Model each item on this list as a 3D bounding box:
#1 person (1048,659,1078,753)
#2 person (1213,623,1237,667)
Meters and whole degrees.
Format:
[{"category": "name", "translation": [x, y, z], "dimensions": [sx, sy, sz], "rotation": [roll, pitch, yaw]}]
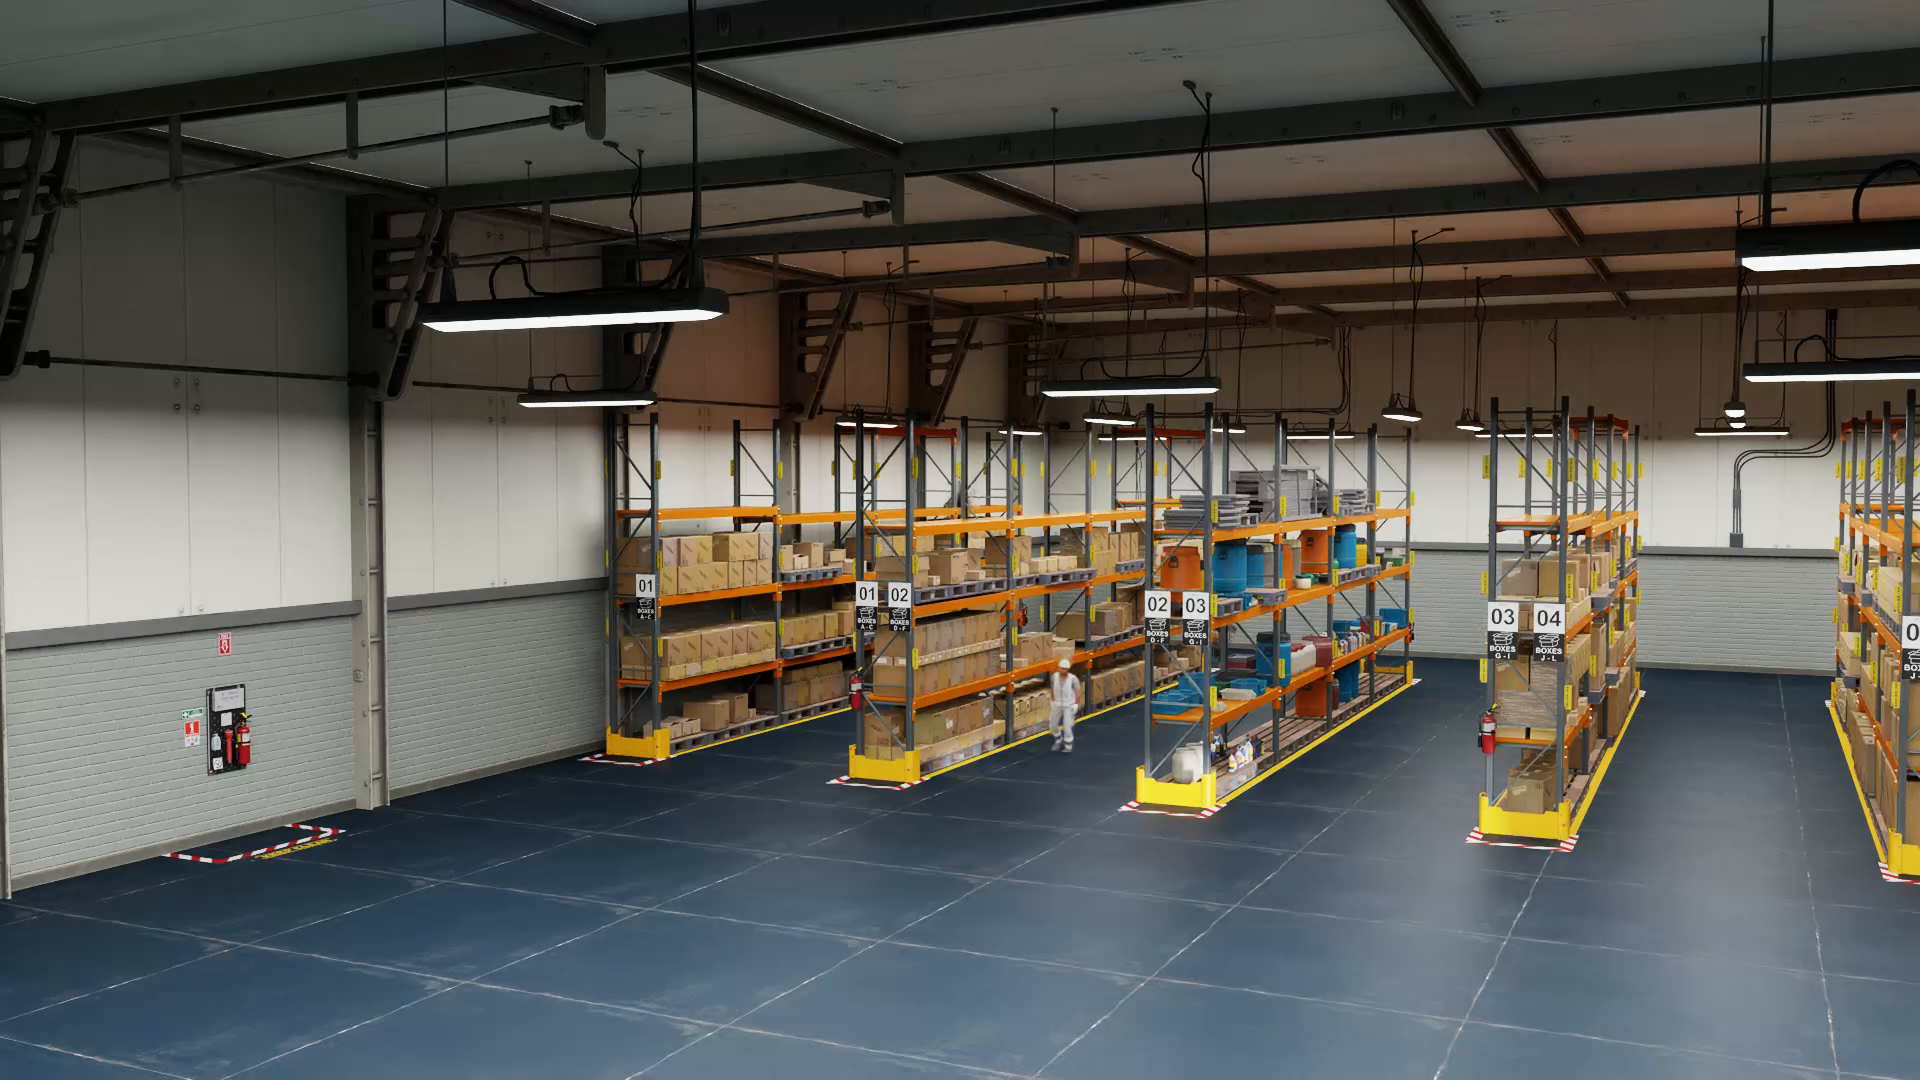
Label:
[{"category": "person", "translation": [1.815, 2.911, 29.146], "dimensions": [0.622, 1.697, 0.648], "rotation": [1, 3, 20]}, {"category": "person", "translation": [6.667, 2.409, 42.355], "dimensions": [0.713, 1.608, 0.908], "rotation": [0, 2, -7]}]
